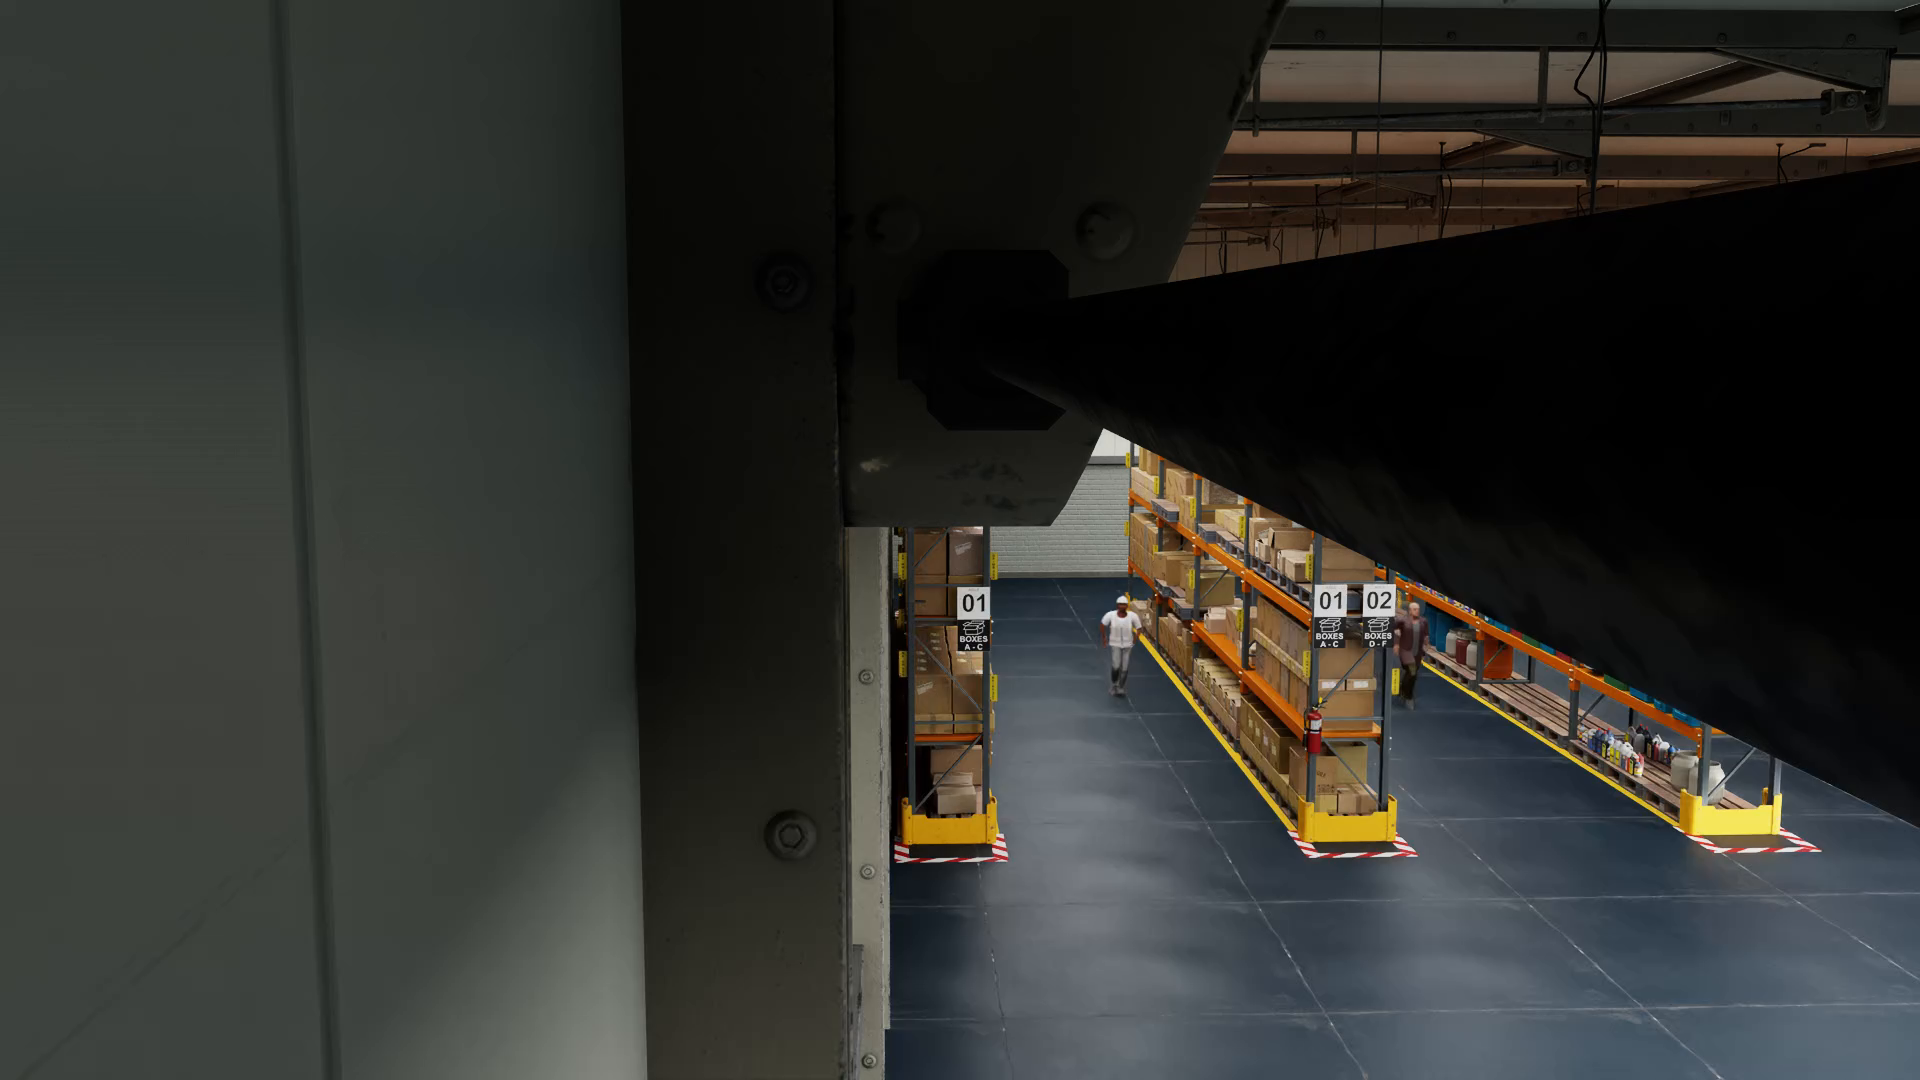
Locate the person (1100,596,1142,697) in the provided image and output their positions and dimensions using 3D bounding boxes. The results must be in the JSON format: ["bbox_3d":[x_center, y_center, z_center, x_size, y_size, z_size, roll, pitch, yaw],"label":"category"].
[{"bbox_3d":[2.772,1.826,28.464,0.698,1.748,0.653,0,7,-1],"label":"person"}]

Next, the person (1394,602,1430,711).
[{"bbox_3d":[7.518,1.928,27.709,0.613,1.815,0.880,-2,8,-18],"label":"person"}]
